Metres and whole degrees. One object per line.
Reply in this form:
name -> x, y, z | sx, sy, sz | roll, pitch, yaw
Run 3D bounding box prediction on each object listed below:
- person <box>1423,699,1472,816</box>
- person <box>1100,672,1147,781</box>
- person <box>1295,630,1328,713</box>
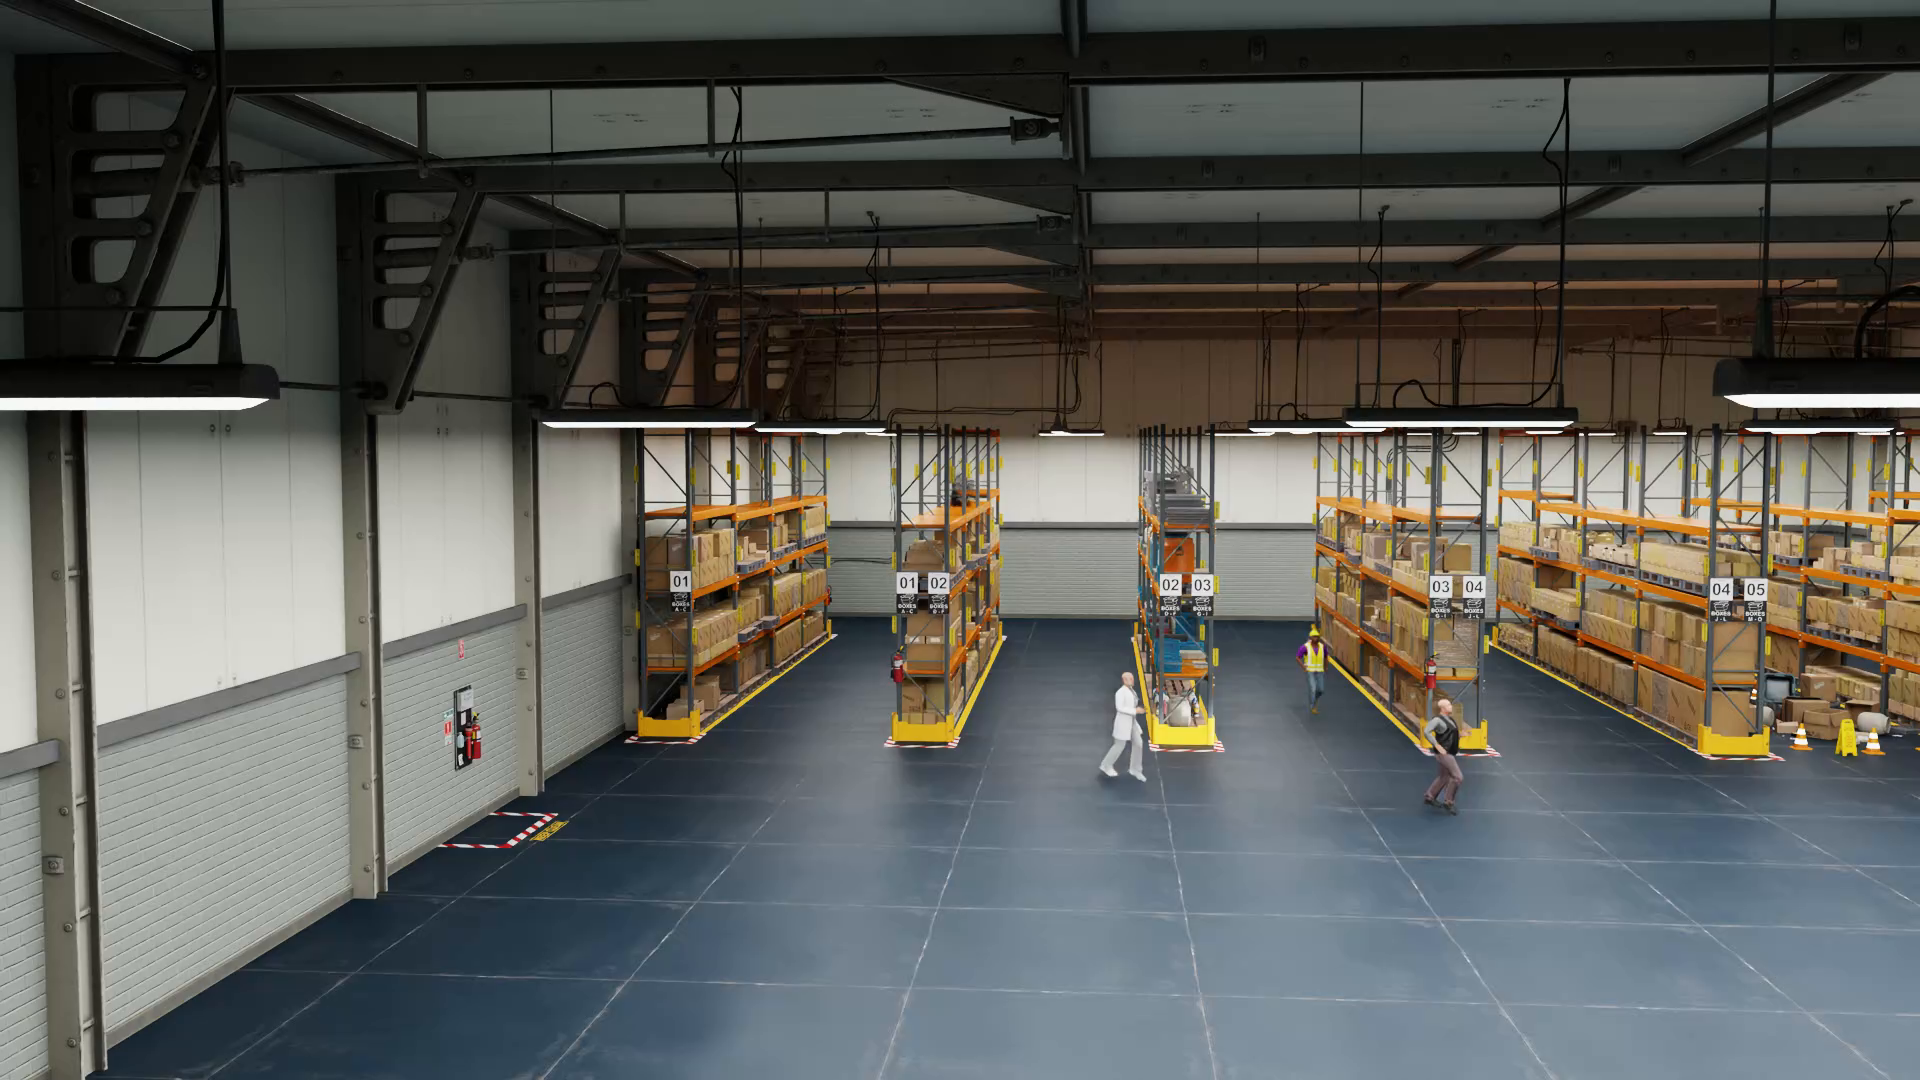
person -> 7.439, 3.321, 25.426 | 0.715, 1.773, 0.637 | 2, 4, 31
person -> 2.768, 3.142, 27.966 | 0.851, 1.862, 0.736 | 2, 4, 33
person -> 7.366, 2.740, 34.764 | 0.720, 1.728, 0.581 | 0, 4, -7
